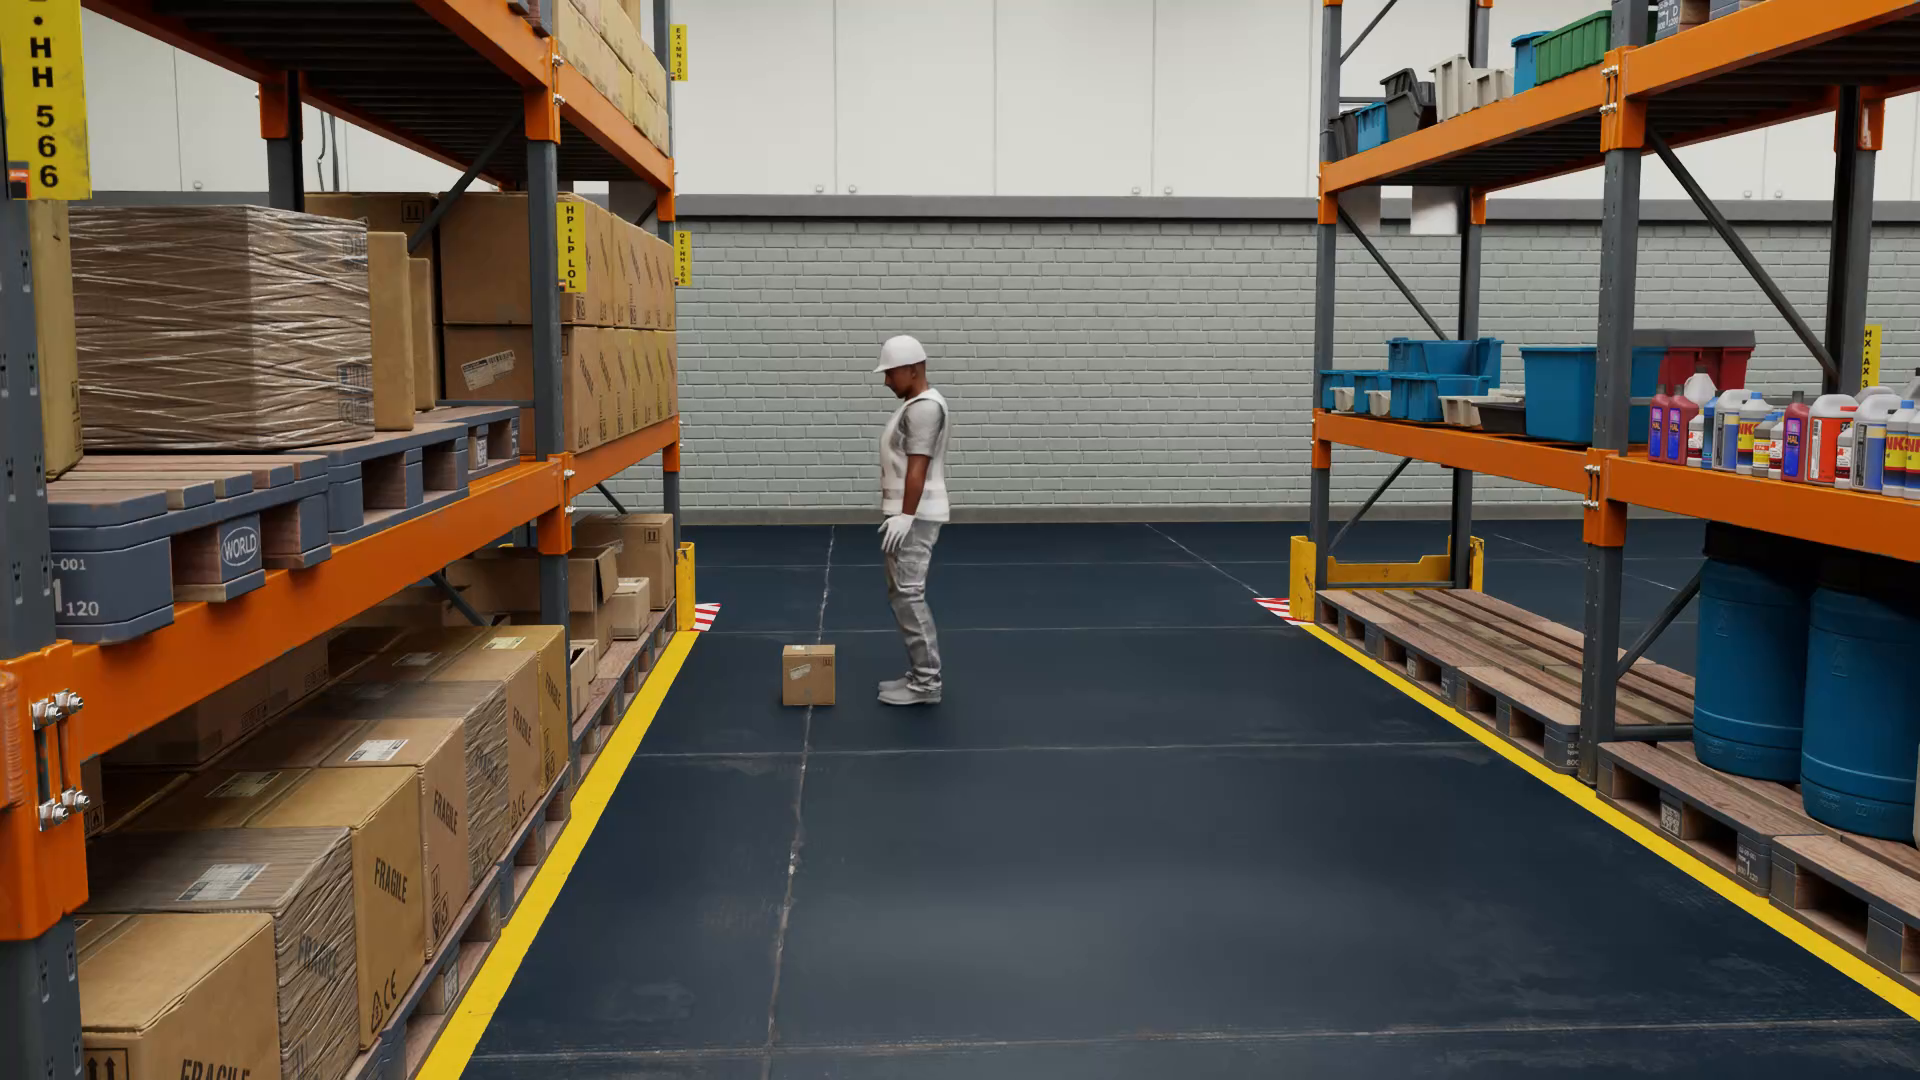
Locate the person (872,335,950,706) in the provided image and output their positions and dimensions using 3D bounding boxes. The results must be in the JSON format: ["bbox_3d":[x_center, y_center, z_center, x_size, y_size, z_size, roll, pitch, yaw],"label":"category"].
[{"bbox_3d":[-0.233,-0.097,8.030,0.373,1.771,0.553,0,7,-3],"label":"person"}]
